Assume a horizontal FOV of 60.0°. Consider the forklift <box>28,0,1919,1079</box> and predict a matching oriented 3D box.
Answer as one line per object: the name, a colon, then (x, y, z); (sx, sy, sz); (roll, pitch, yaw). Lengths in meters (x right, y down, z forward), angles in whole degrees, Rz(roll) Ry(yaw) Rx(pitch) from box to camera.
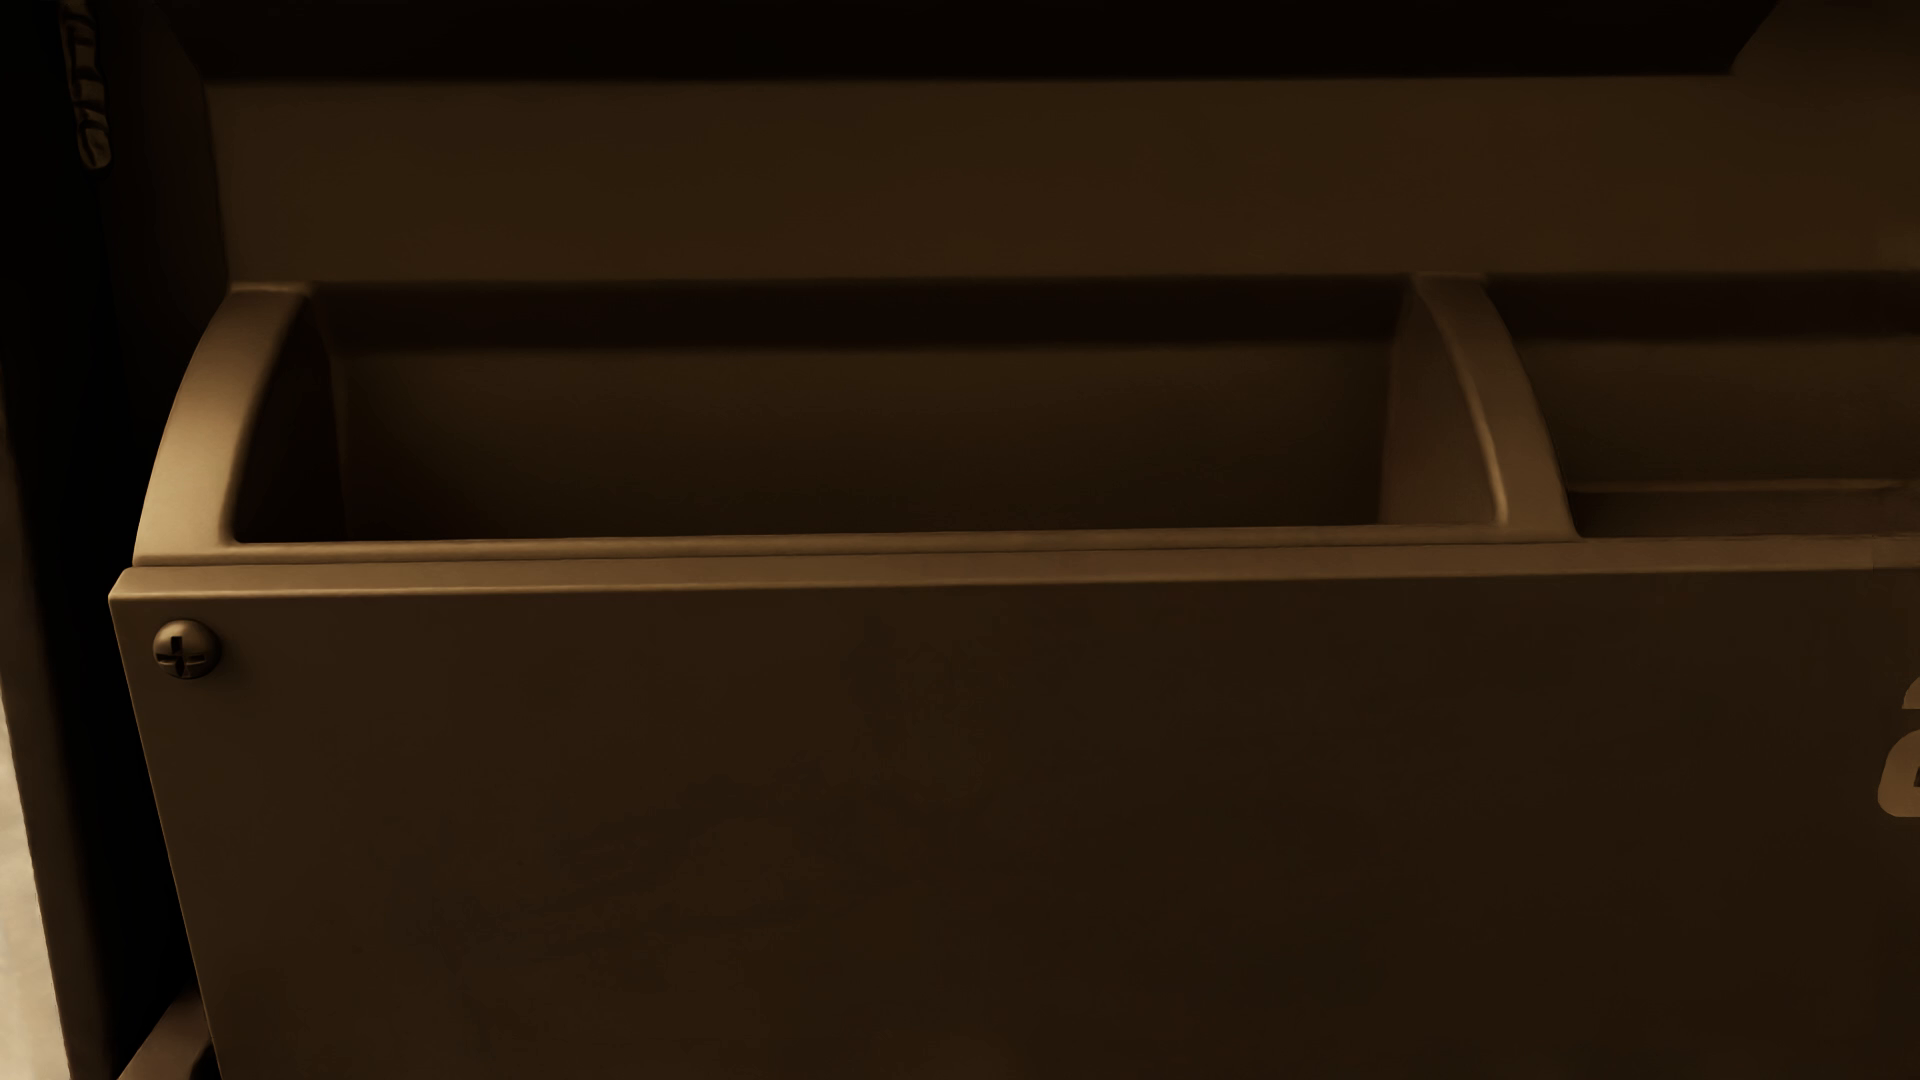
forklift: (0.205, -0.445, 0.363); (1.130, 2.935, 3.031); (-1, 17, -3)
